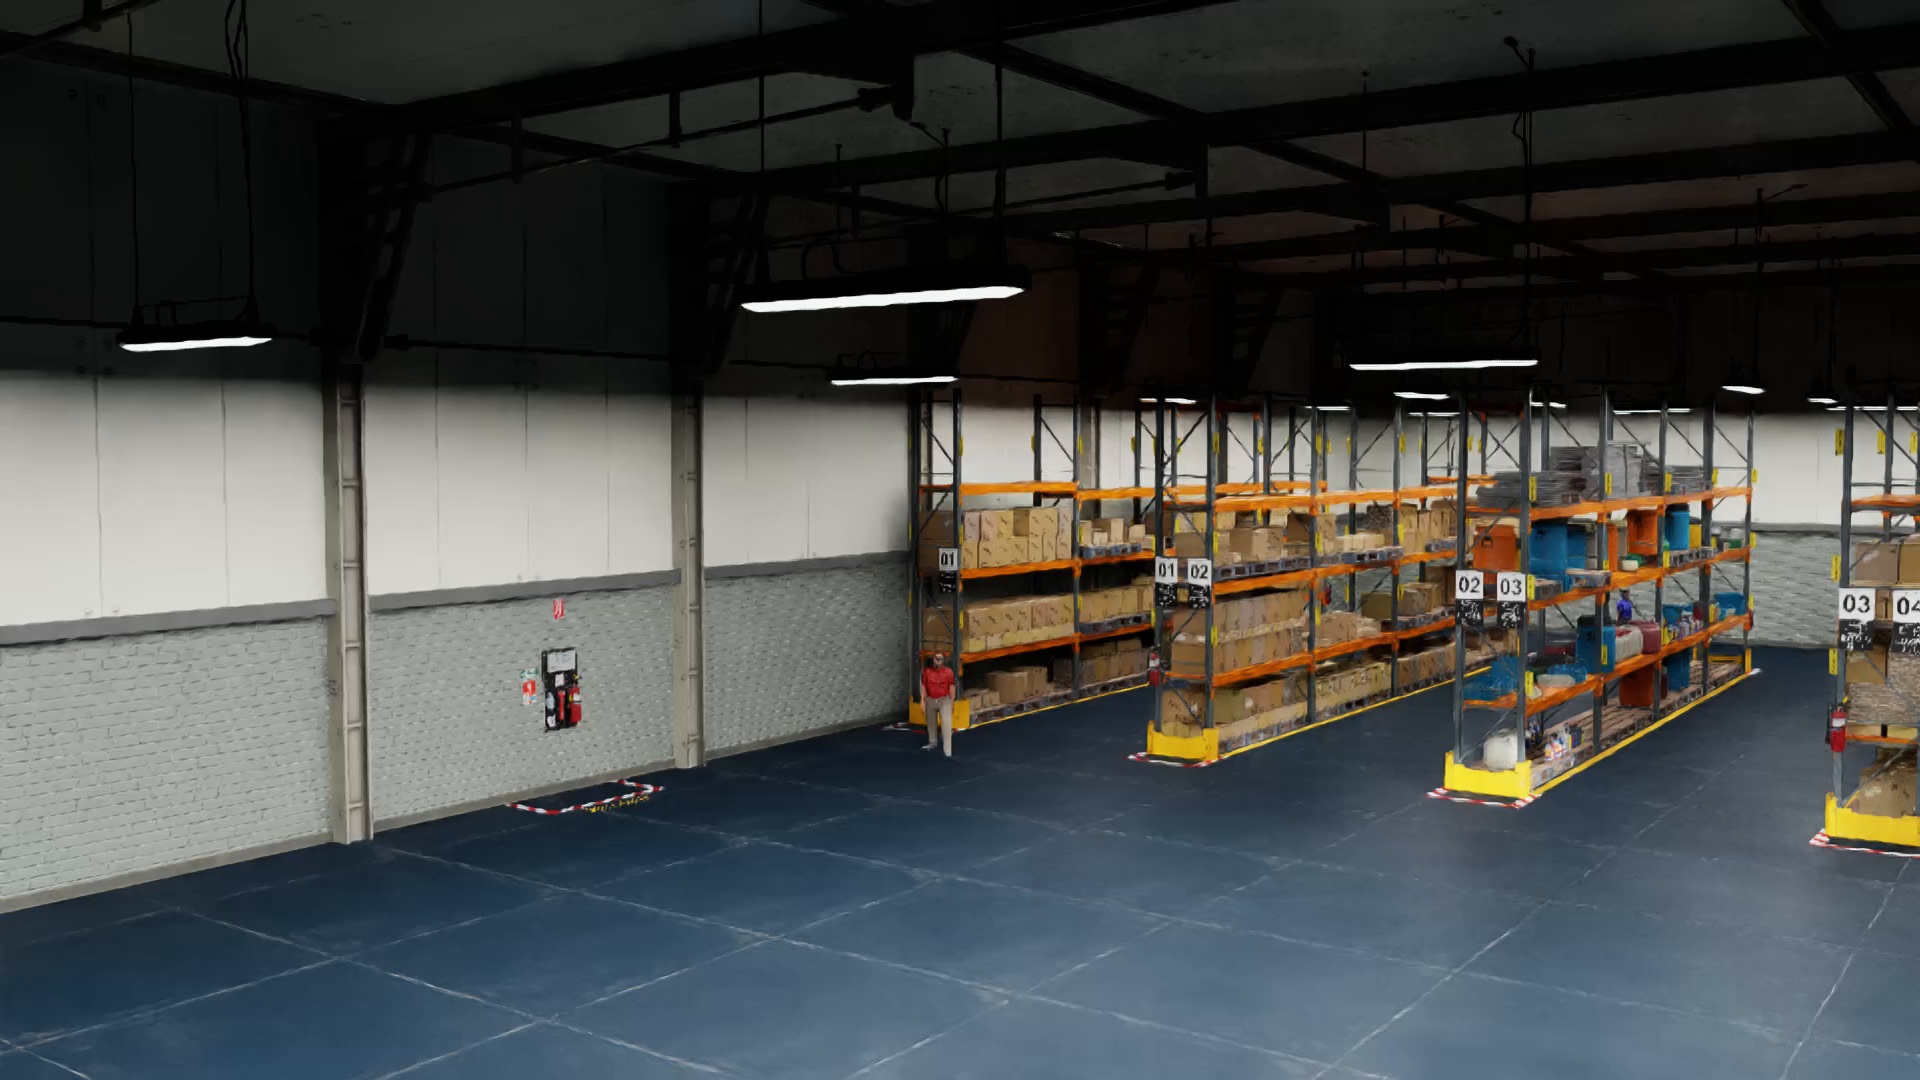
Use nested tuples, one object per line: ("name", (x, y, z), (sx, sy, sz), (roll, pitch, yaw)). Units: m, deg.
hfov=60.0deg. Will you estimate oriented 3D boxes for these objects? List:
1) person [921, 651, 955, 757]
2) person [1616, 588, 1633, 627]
("person", (-0.370, 2.624, 26.799), (0.612, 1.691, 0.952), (1, 3, 9))
("person", (15.599, 1.946, 38.961), (0.679, 1.654, 0.517), (-1, 4, -25))
